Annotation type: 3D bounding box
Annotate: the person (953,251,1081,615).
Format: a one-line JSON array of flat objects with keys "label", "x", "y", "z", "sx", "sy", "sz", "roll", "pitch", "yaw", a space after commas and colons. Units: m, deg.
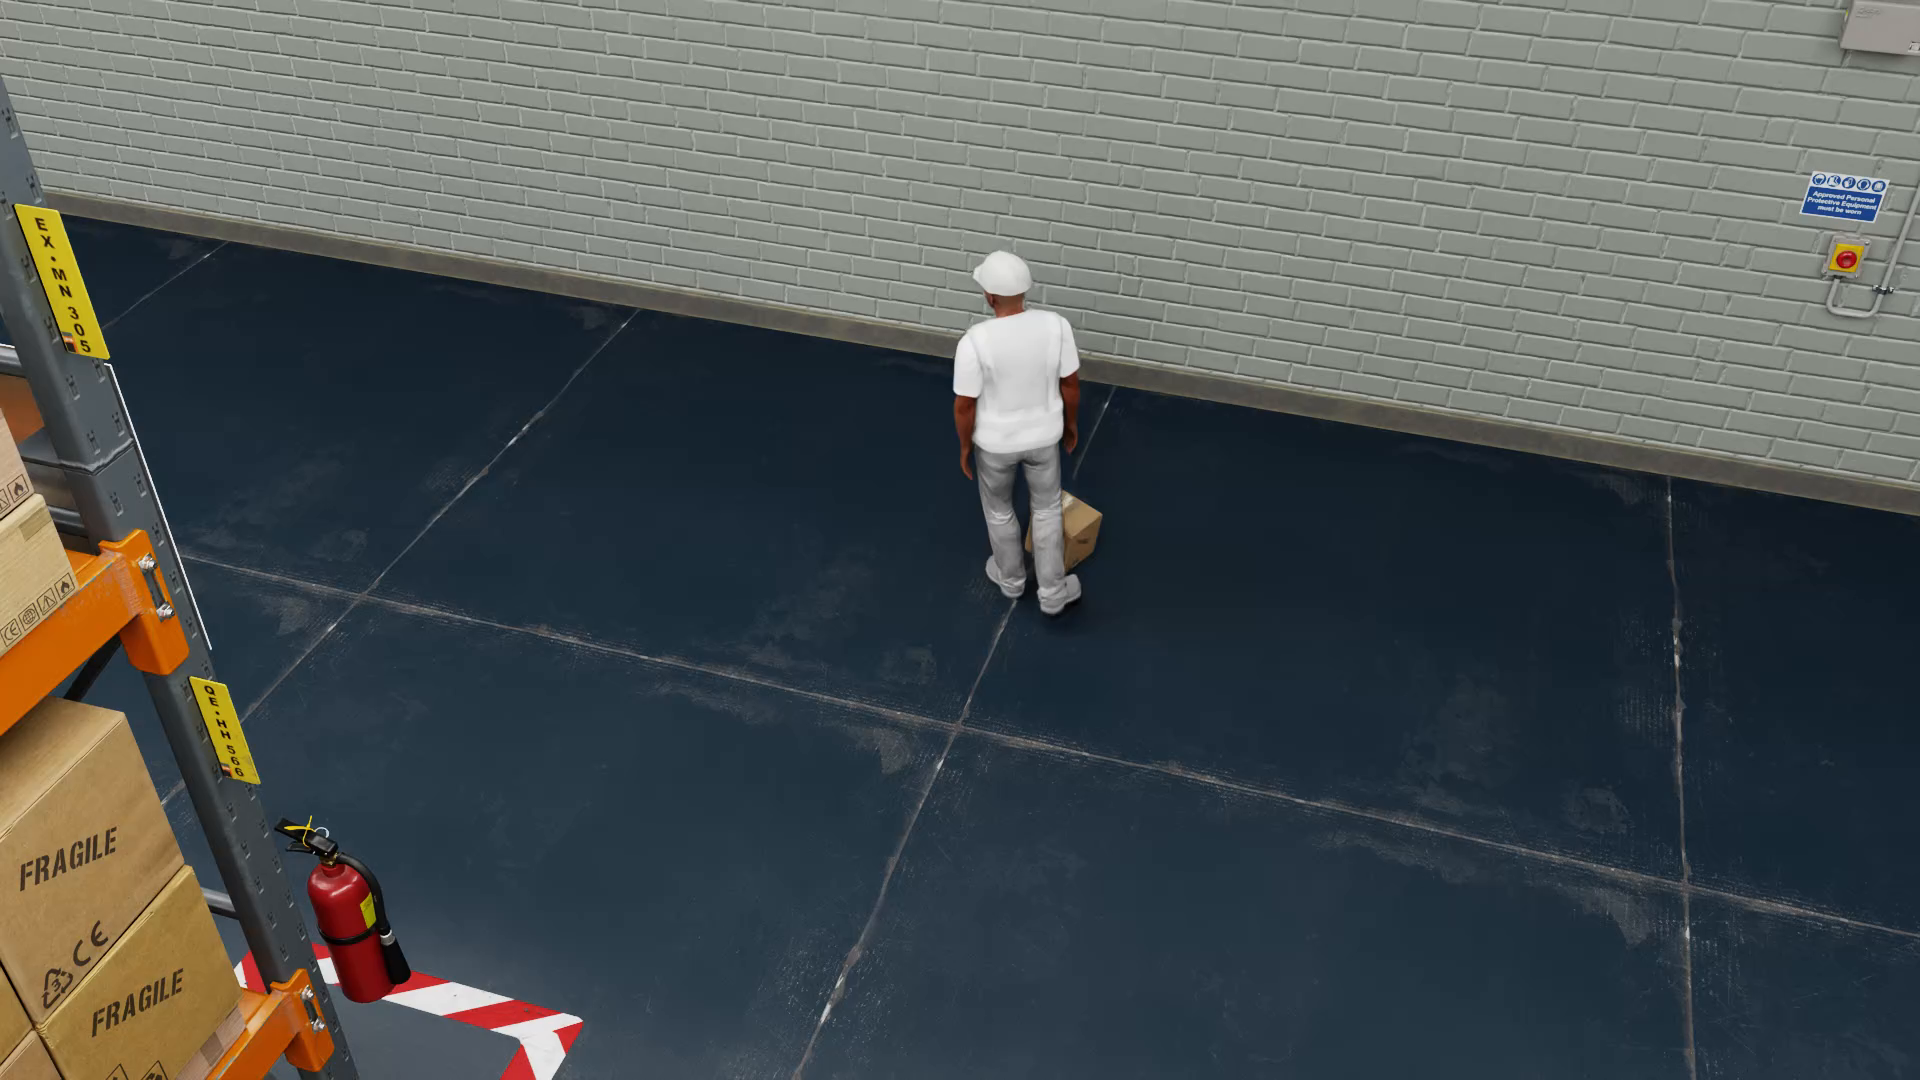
[{"label": "person", "x": 0.266, "y": -0.442, "z": 7.465, "sx": 0.594, "sy": 1.753, "sz": 0.571, "roll": -8, "pitch": 38, "yaw": -11}]
